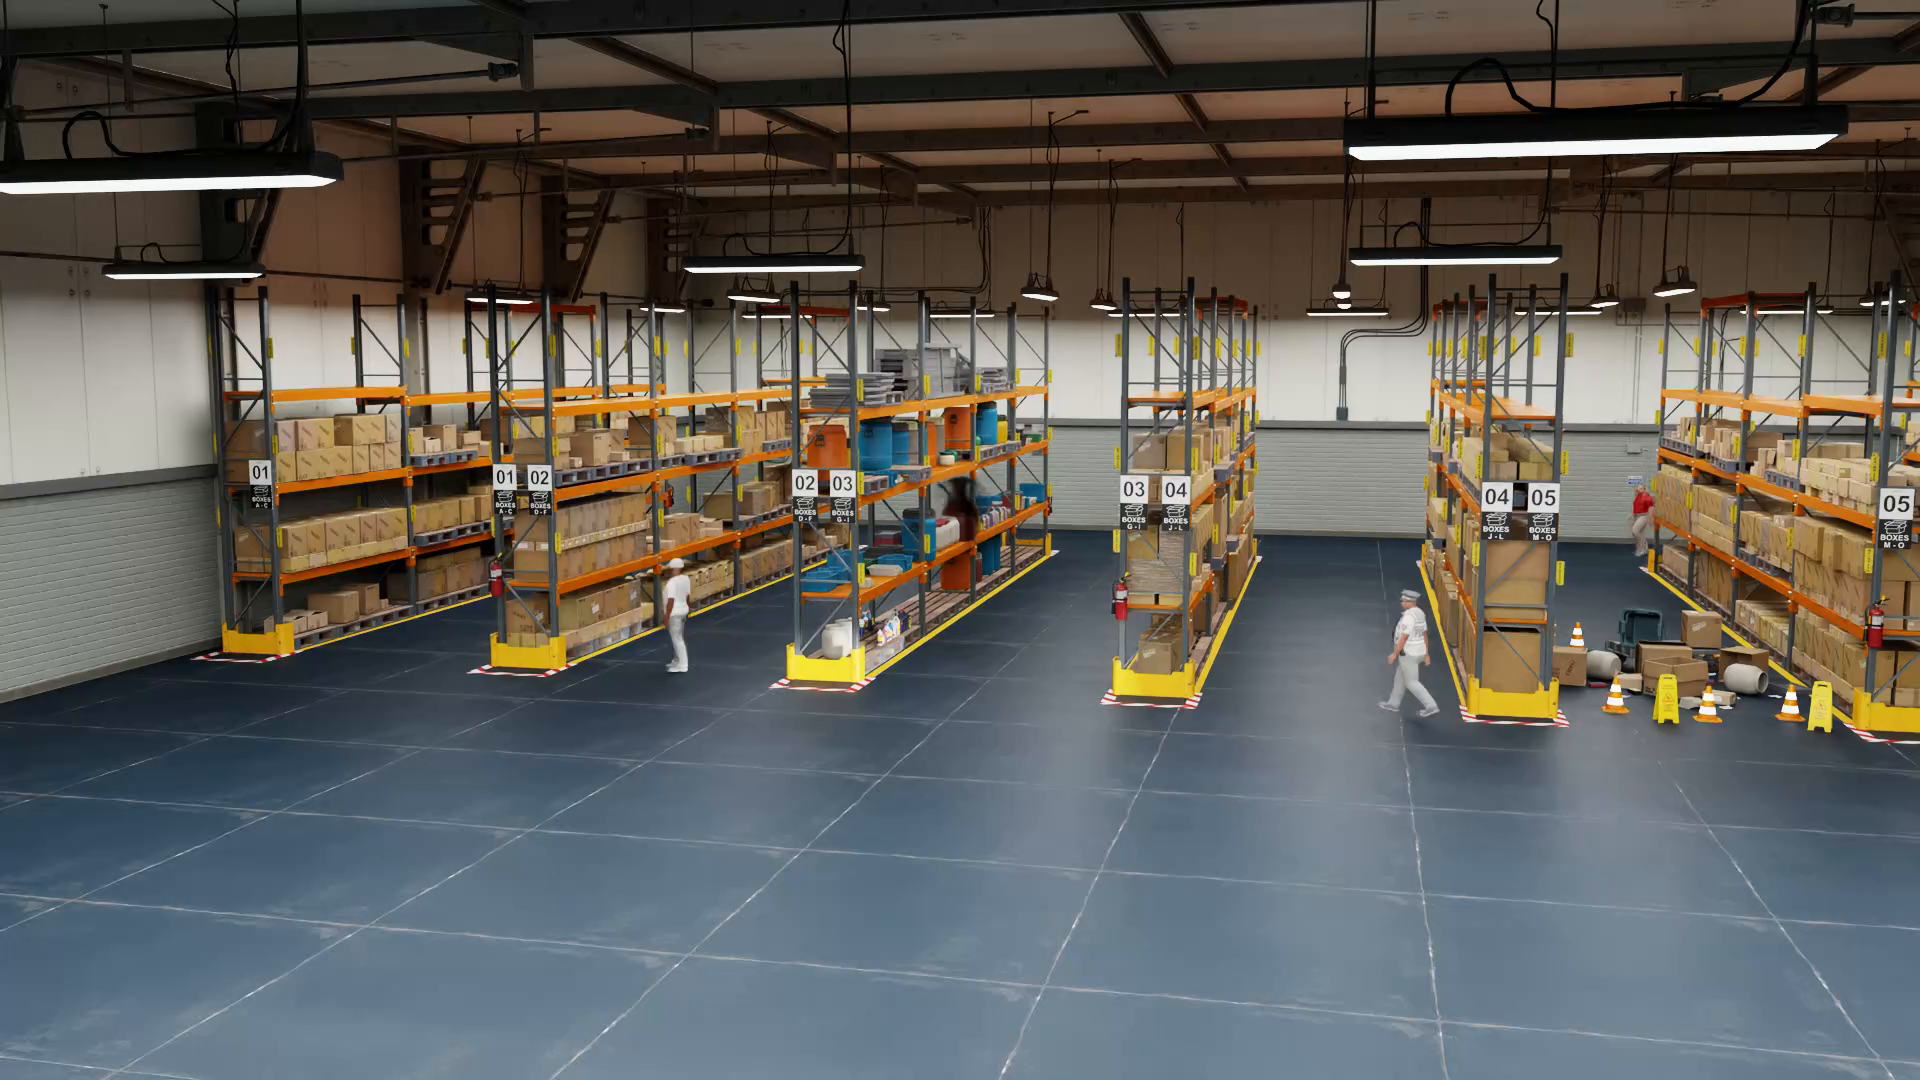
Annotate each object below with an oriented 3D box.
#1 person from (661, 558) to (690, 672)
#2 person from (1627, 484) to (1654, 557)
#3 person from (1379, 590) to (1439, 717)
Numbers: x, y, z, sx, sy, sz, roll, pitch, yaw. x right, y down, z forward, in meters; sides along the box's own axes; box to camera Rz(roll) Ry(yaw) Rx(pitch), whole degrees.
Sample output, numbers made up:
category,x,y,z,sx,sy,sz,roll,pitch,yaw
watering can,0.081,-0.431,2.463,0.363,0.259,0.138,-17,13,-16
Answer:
category,x,y,z,sx,sy,sz,roll,pitch,yaw
person,-4.456,1.159,25.822,0.533,1.776,0.630,2,7,17
person,16.504,-0.482,40.358,0.529,1.776,0.526,-1,7,-7
person,6.125,1.538,22.670,1.013,1.723,0.570,6,9,40
